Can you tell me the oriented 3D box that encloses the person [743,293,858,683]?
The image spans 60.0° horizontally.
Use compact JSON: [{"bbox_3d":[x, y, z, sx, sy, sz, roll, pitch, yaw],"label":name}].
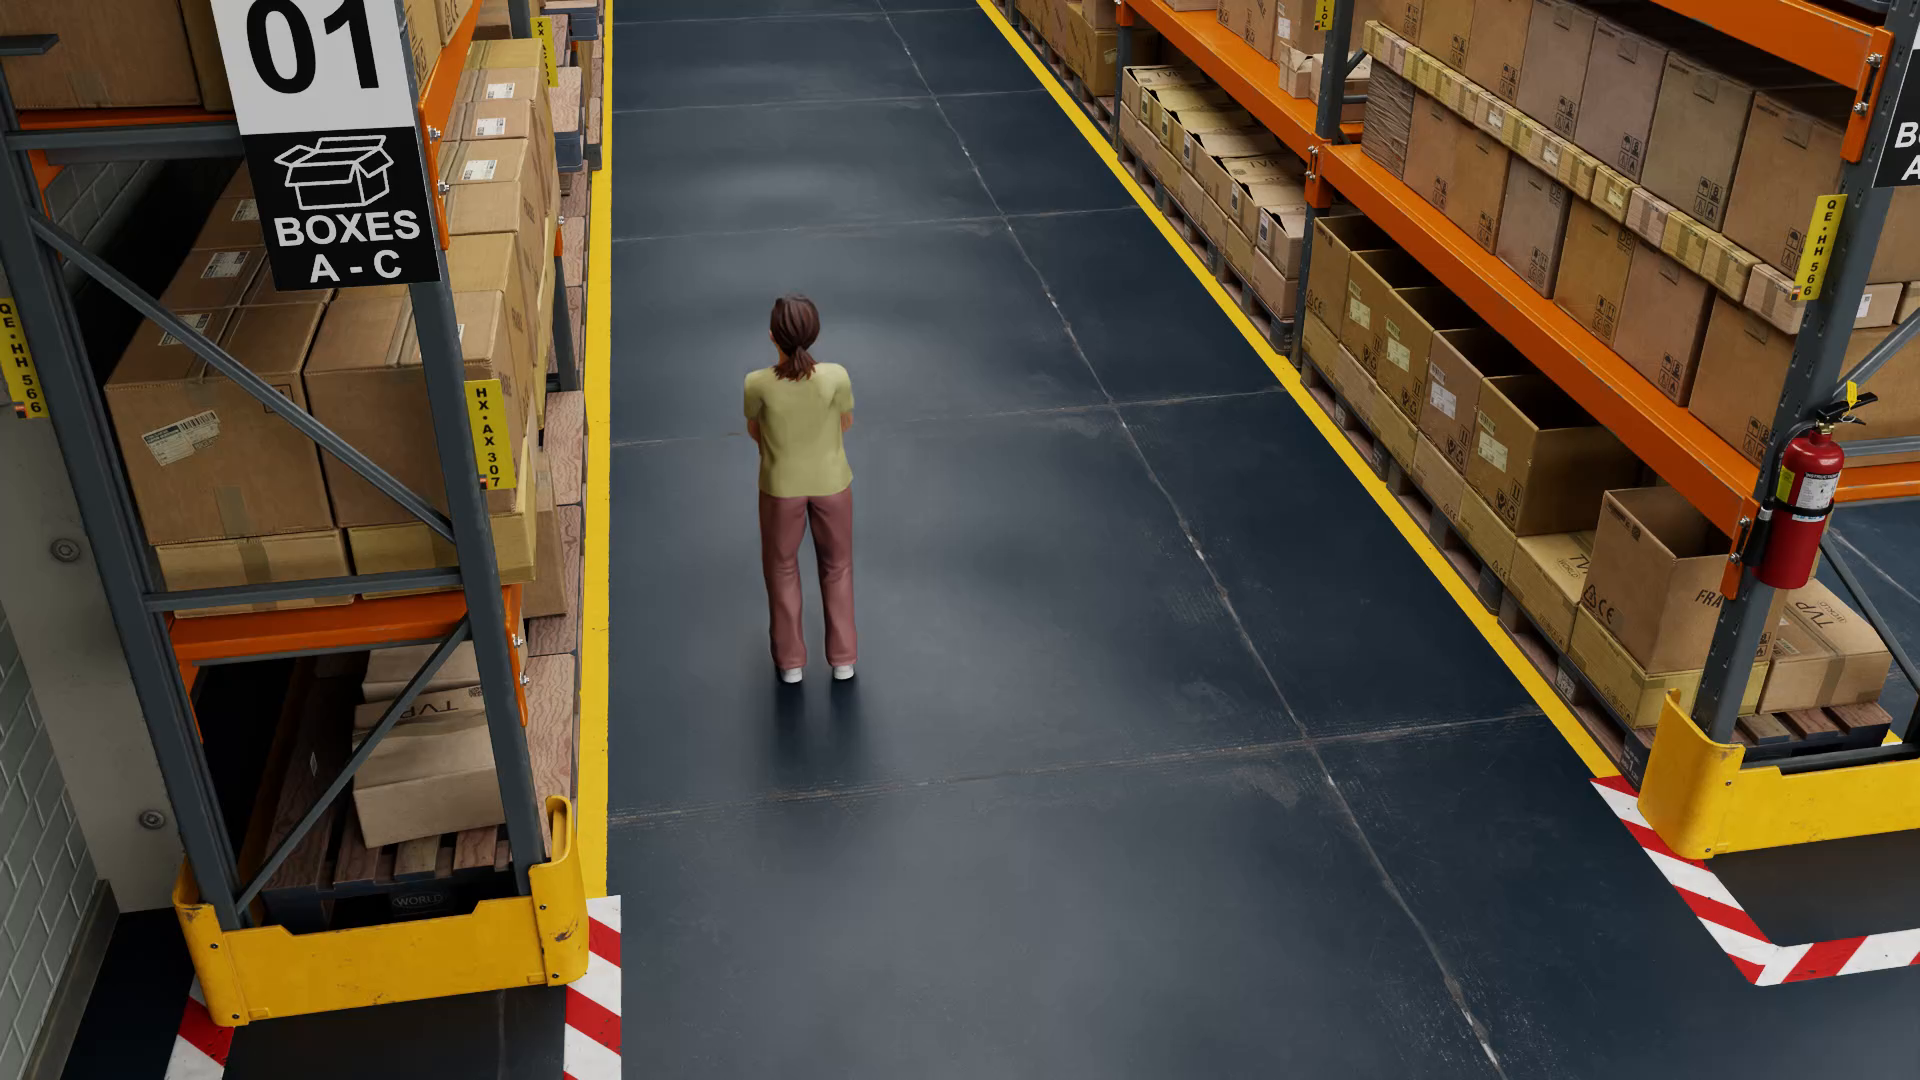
[{"bbox_3d":[-0.617,-0.114,6.586,0.424,1.412,0.551,-5,31,-8],"label":"person"}]
